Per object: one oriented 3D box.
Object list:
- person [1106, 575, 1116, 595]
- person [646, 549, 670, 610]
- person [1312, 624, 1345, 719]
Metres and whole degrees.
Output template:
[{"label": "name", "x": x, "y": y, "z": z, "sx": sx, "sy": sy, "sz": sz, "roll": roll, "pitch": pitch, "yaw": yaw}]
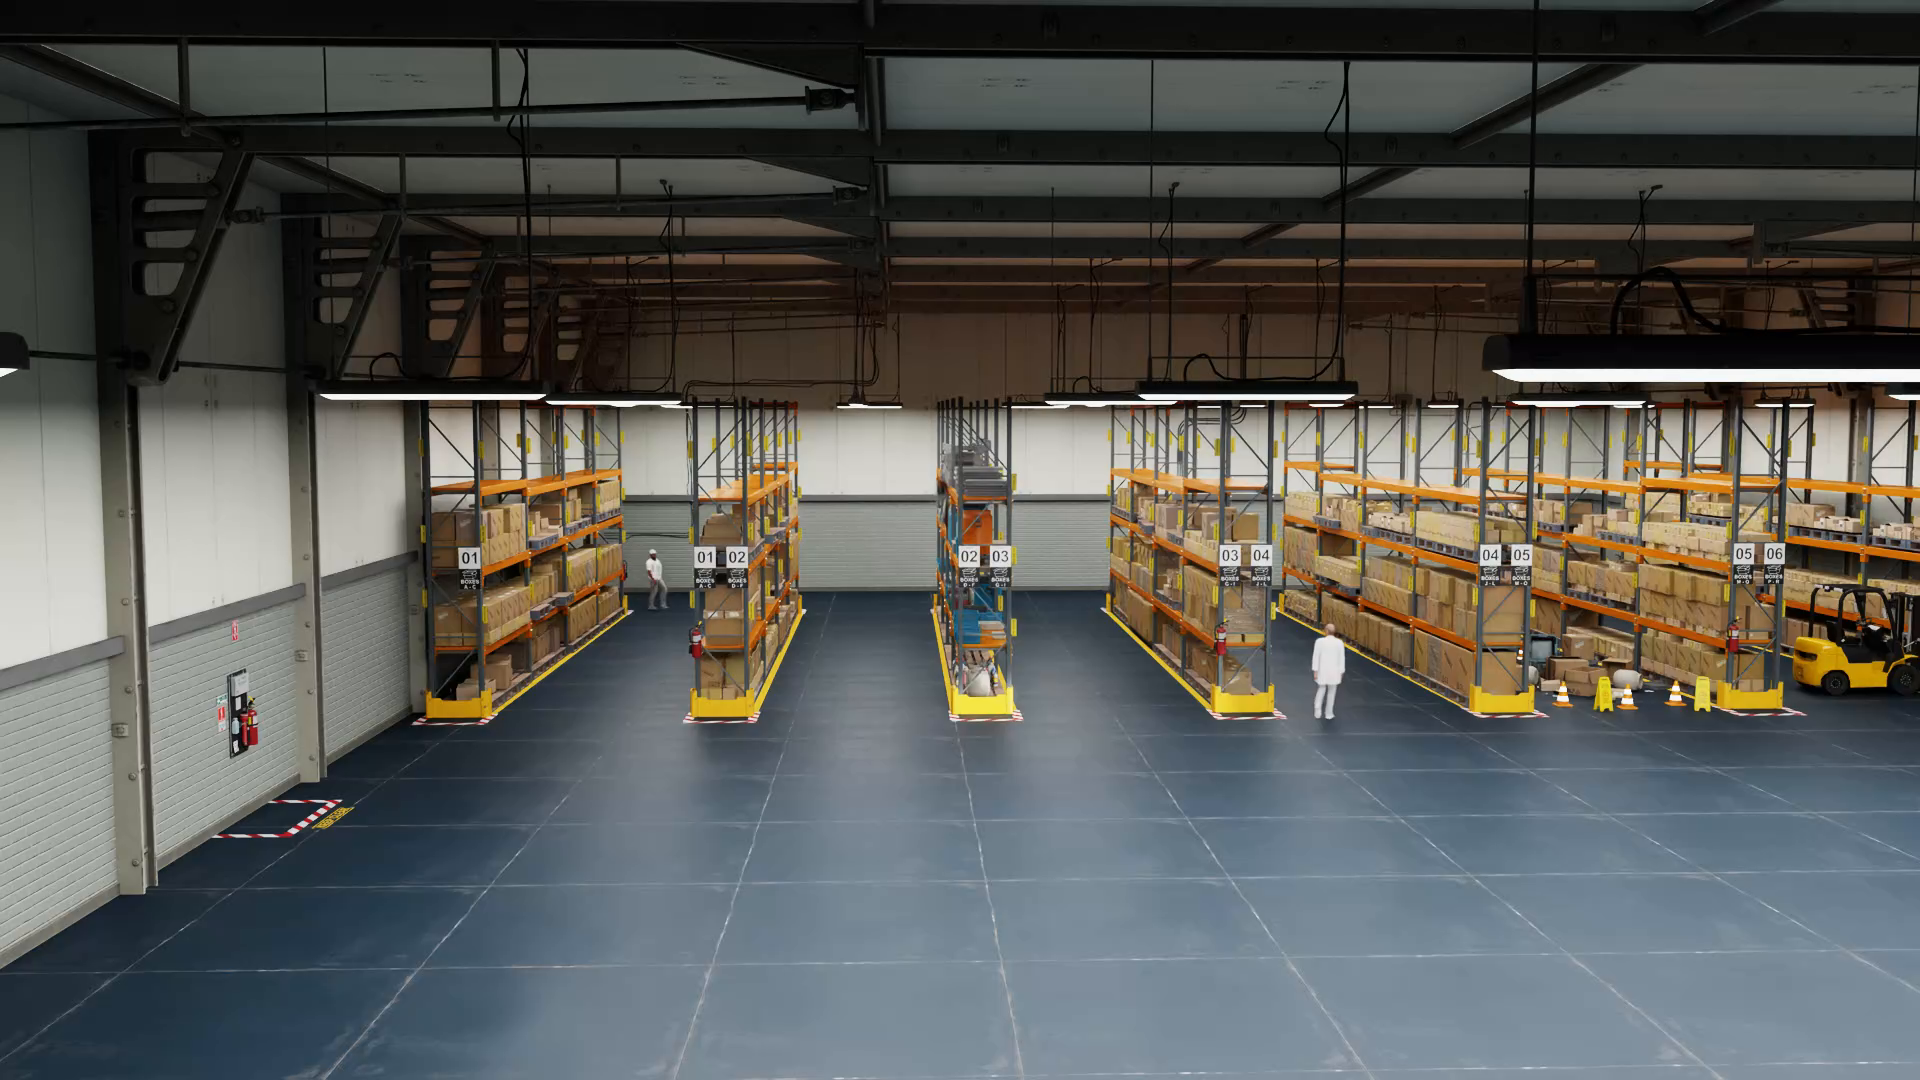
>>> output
[{"label": "person", "x": 5.023, "y": 0.898, "z": 51.626, "sx": 0.983, "sy": 1.696, "sz": 0.605, "roll": -2, "pitch": 5, "yaw": -20}, {"label": "person", "x": -8.743, "y": 1.147, "z": 47.922, "sx": 0.587, "sy": 1.778, "sz": 0.628, "roll": 1, "pitch": 5, "yaw": 18}, {"label": "person", "x": 6.824, "y": 2.438, "z": 30.817, "sx": 0.566, "sy": 1.771, "sz": 0.604, "roll": 3, "pitch": 5, "yaw": 33}]
